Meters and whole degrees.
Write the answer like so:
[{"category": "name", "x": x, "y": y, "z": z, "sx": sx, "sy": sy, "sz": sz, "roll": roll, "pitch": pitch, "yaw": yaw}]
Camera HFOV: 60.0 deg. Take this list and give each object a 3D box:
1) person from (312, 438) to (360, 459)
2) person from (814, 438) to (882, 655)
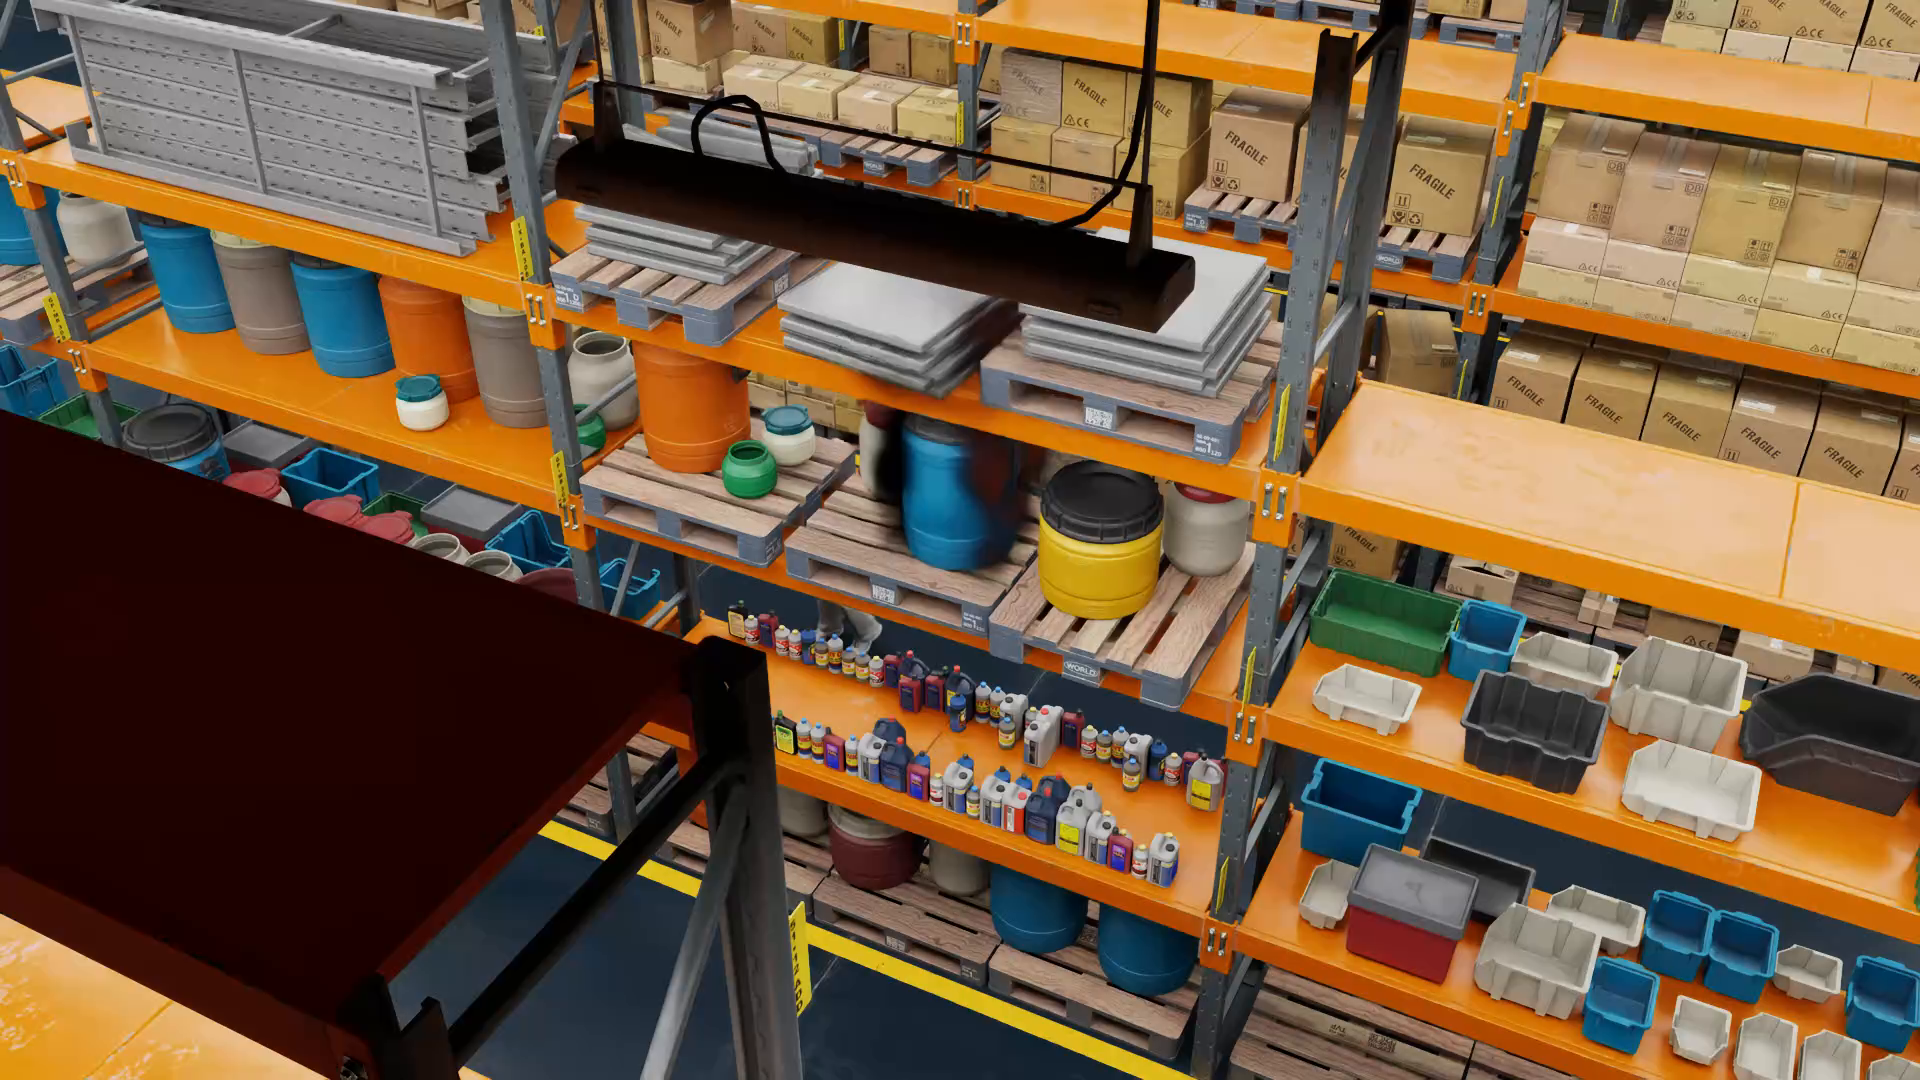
[{"category": "person", "x": -5.128, "y": -0.875, "z": 13.565, "sx": 0.557, "sy": 1.790, "sz": 0.410, "roll": 18, "pitch": 39, "yaw": 24}, {"category": "person", "x": -0.944, "y": 0.060, "z": 12.252, "sx": 0.649, "sy": 1.810, "sz": 0.468, "roll": 25, "pitch": 42, "yaw": 31}]
